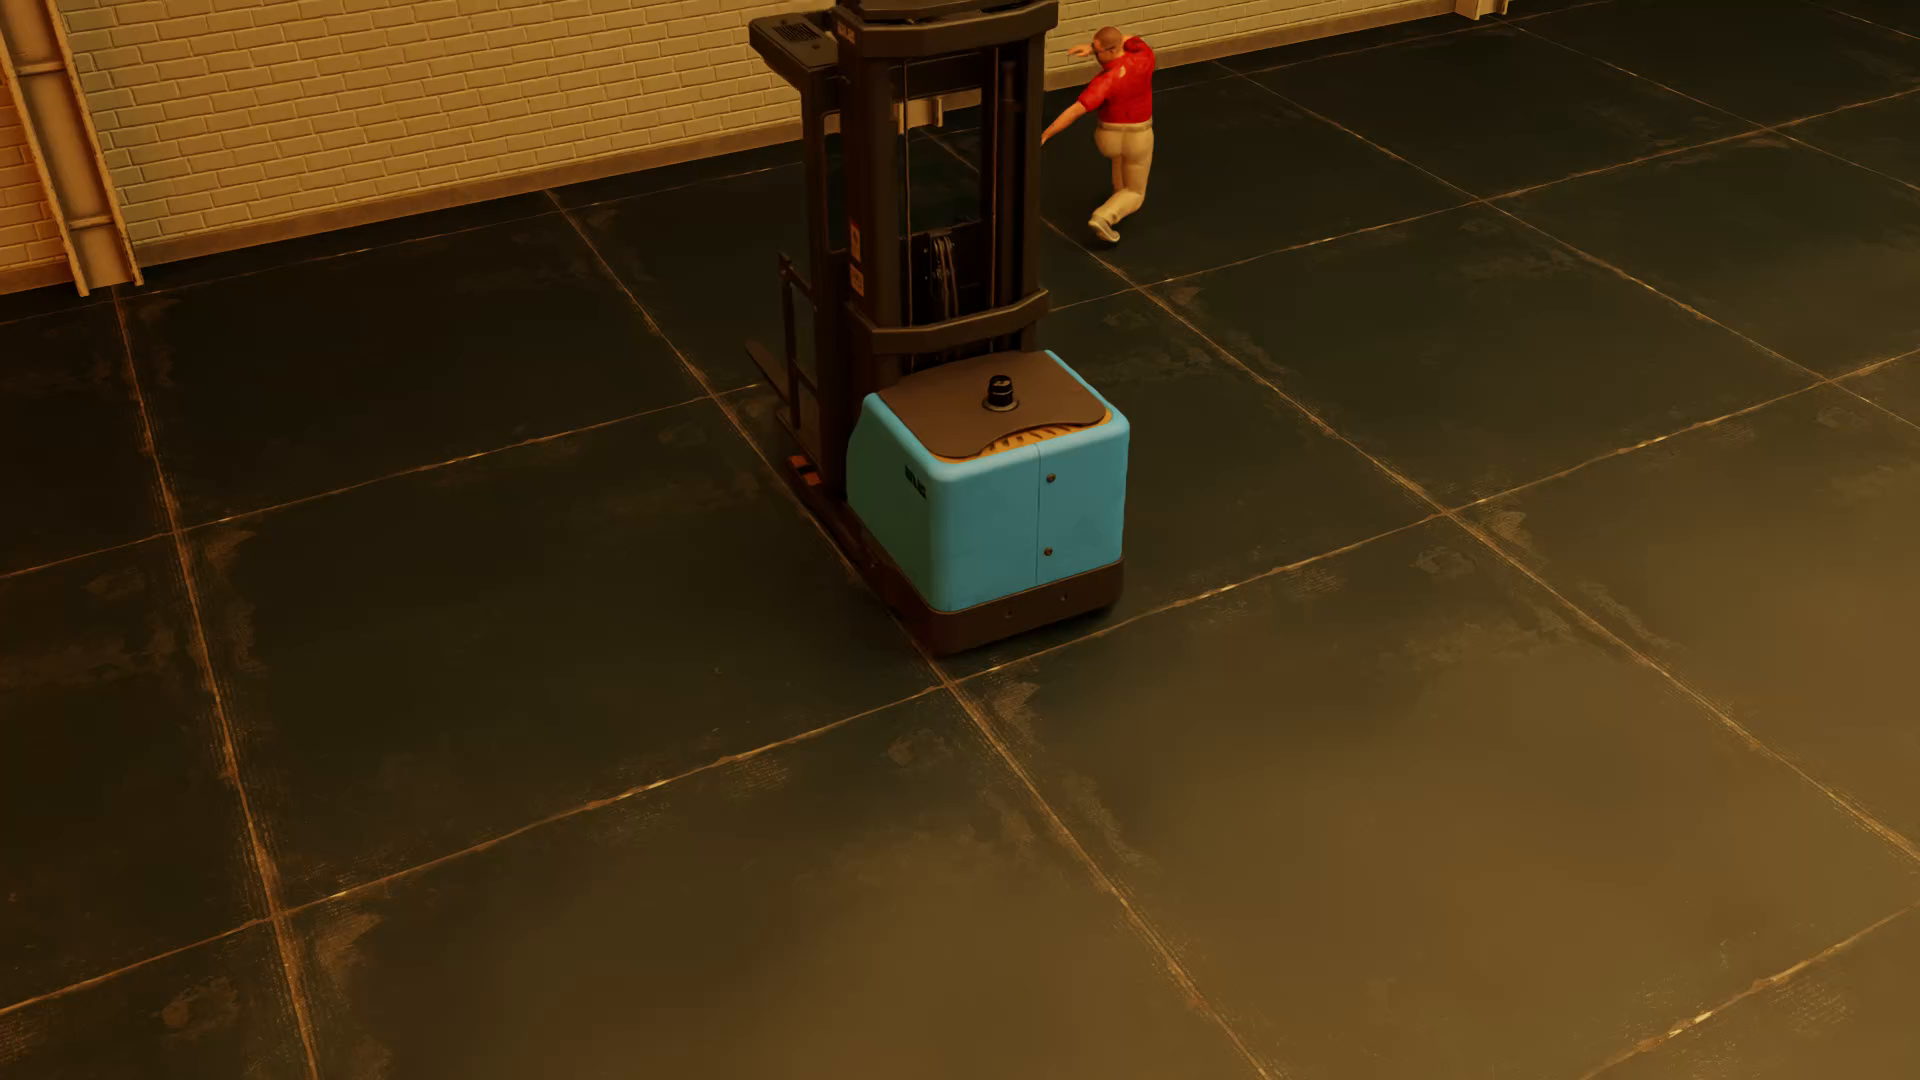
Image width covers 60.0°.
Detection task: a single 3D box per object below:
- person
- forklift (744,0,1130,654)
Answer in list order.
[{"bbox_3d":[0.924,-2.830,11.447,0.825,1.477,0.984,4,35,6],"label":"person"},{"bbox_3d":[-0.316,-1.499,8.243,1.130,2.935,3.031,-16,38,-21],"label":"forklift"}]
